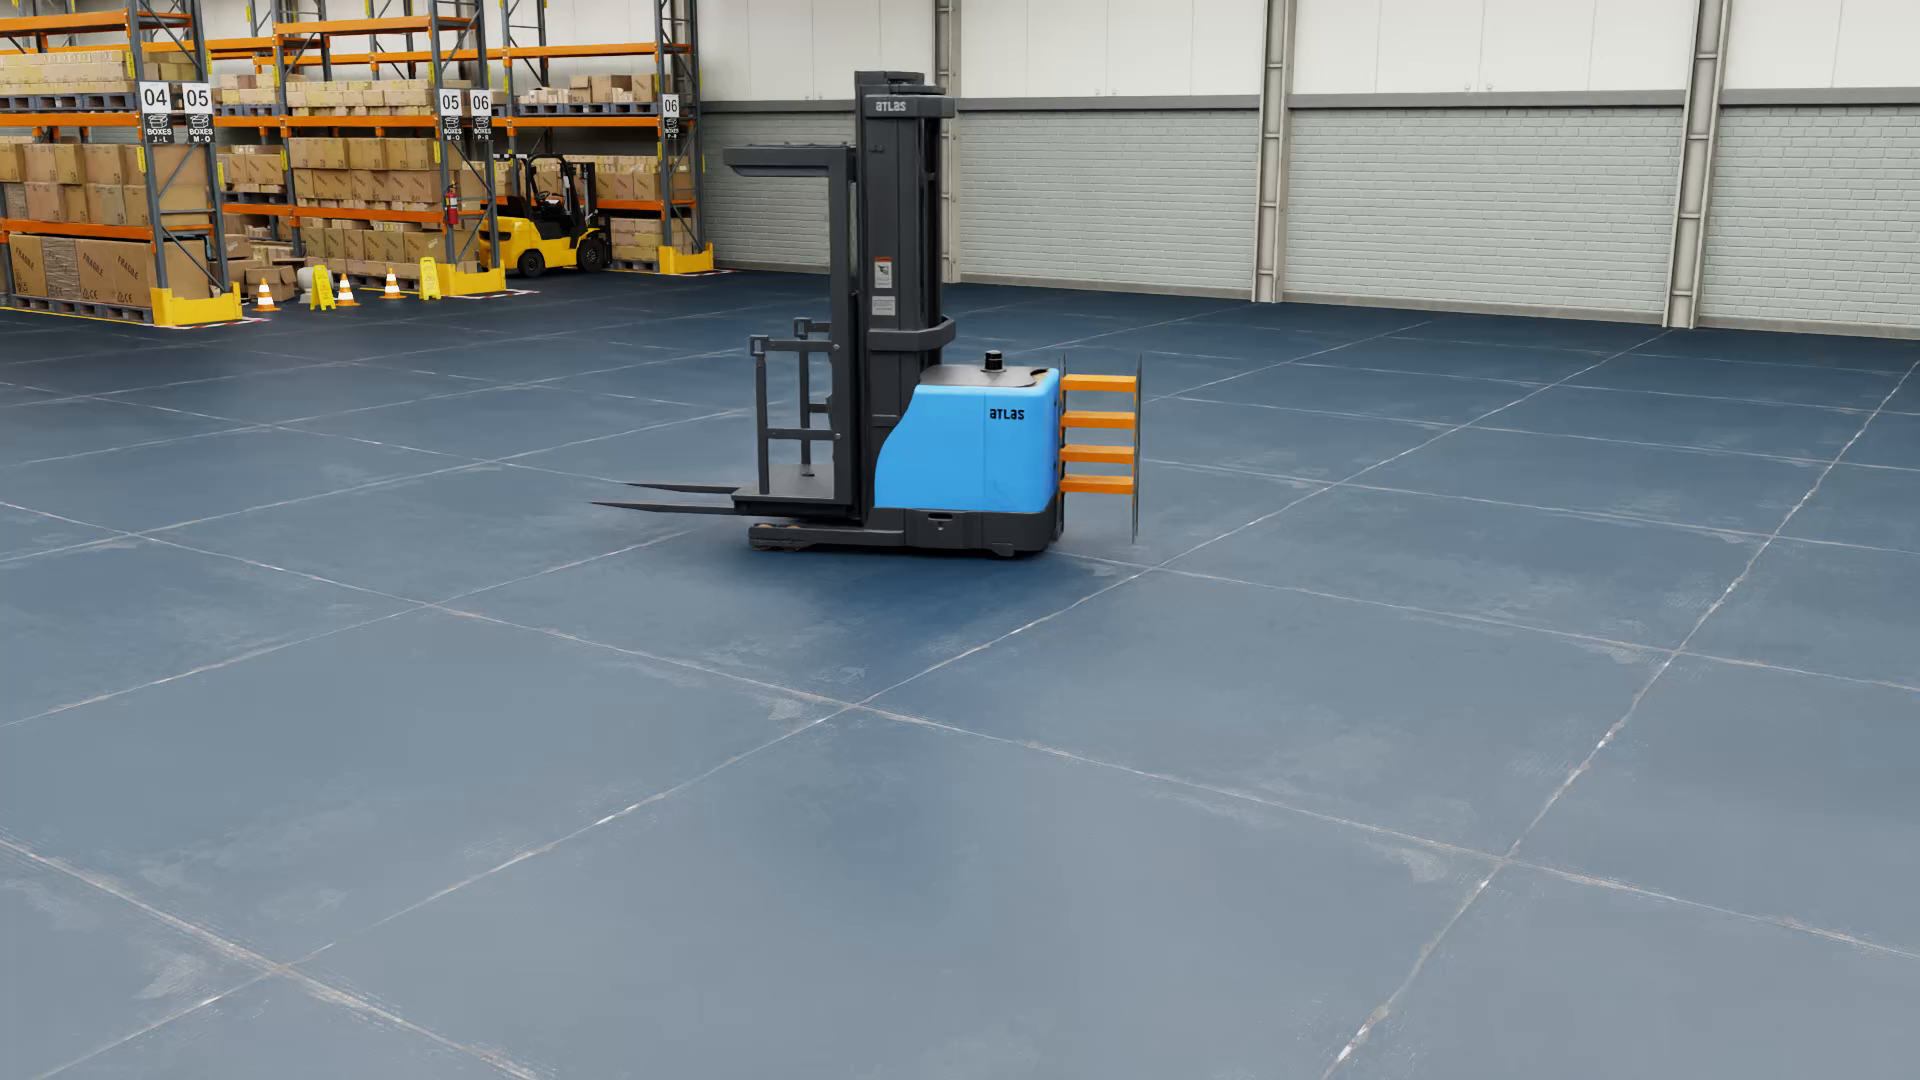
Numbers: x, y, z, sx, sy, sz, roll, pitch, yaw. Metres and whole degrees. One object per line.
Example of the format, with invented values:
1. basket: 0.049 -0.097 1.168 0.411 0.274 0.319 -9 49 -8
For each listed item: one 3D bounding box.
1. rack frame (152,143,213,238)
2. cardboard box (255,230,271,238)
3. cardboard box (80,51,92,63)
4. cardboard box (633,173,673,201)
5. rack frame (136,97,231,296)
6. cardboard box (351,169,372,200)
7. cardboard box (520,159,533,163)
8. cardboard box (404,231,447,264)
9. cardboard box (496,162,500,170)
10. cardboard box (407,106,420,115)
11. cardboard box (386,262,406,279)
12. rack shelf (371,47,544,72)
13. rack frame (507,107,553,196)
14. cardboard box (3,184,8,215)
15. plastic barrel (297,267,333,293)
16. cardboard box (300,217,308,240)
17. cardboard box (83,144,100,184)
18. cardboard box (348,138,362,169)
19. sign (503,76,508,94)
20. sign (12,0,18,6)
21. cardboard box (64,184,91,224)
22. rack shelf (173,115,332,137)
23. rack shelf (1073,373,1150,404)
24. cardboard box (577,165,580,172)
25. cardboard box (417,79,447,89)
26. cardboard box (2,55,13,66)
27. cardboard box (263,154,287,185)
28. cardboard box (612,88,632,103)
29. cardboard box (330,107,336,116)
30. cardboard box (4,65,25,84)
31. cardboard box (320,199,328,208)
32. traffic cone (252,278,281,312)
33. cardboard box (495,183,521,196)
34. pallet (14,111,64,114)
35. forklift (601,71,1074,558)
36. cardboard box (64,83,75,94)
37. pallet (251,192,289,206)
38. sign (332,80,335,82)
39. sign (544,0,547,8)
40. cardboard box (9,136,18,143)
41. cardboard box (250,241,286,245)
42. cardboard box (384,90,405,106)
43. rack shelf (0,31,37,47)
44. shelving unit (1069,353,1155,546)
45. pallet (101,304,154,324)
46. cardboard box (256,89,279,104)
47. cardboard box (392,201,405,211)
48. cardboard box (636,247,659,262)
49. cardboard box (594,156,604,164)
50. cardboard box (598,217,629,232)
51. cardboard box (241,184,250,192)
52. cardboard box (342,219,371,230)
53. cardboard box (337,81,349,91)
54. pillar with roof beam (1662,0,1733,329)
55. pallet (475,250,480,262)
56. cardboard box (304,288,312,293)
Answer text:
1. rack frame: -14.535 -6.564 31.099 0.127 3.000 1.000 9 17 33
2. cardboard box: -15.713 -6.927 37.623 0.250 0.149 0.380 9 16 31
3. cardboard box: -11.679 -6.545 22.558 0.250 0.149 0.380 10 17 34
4. cardboard box: -5.684 -6.544 30.808 0.500 0.500 0.500 9 16 32
5. rack frame: -10.575 -4.491 22.723 0.127 3.000 1.000 9 17 33
6. cardboard box: -9.737 -5.910 27.628 0.500 0.500 0.500 9 17 33
7. cardboard box: -8.349 -7.424 32.394 0.250 0.149 0.380 10 17 34
8. cardboard box: -8.707 -4.780 27.179 0.500 0.500 0.500 9 17 33
9. cardboard box: -9.080 -7.414 32.973 0.250 0.149 0.380 9 16 32
10. cardboard box: -8.573 -6.845 26.511 0.250 0.149 0.380 9 17 33
11. cardboard box: -9.143 -4.486 27.553 0.500 0.250 0.500 9 17 33
12. rack shelf: -10.108 -9.655 33.429 4.000 0.370 1.077 9 17 33
13. rack frame: -8.448 -7.018 32.932 0.127 3.000 1.000 9 17 33
14. cardboard box: -14.476 -5.093 24.945 0.500 0.500 0.500 9 17 32
15. plastic barrel: -10.455 -4.216 26.974 0.512 0.421 0.421 -4 14 -16
16. cardboard box: -14.363 -6.902 36.792 0.500 0.500 0.500 9 16 32
17. cardboard box: -11.758 -5.303 23.444 0.550 0.550 0.875 9 17 33
18. cardboard box: -9.675 -6.407 27.553 0.500 0.500 0.700 9 17 32
19. sign: -8.743 -8.768 32.029 0.005 0.325 0.100 9 17 33
20. sign: -18.184 -10.436 31.980 0.005 0.325 0.100 9 17 33
21. cardboard box: -12.234 -4.837 23.808 0.500 0.550 0.875 9 17 33
22. rack shelf: -12.875 -7.403 29.741 4.000 0.370 1.077 9 17 33
23. rack shelf: 0.975 -0.966 10.595 0.480 0.148 0.258 2 14 10
24. cardboard box: -7.059 -7.075 31.604 0.250 0.149 0.380 9 16 32
25. cardboard box: -8.342 -7.199 26.284 0.250 0.149 0.380 9 17 33
26. cardboard box: -13.360 -6.816 23.656 0.250 0.149 0.380 9 17 32
27. cardboard box: -11.727 -6.441 28.899 0.500 0.500 0.500 9 16 32
28. cardboard box: -6.197 -8.210 30.700 0.258 0.266 0.396 9 17 33
29. cardboard box: -10.239 -7.134 27.682 0.250 0.149 0.380 9 16 31
30. cardboard box: -13.225 -6.619 23.687 0.500 0.250 0.500 9 17 32
31. cardboard box: -10.657 -5.747 28.318 0.250 0.149 0.380 9 17 33
32. traffic cone: -10.223 -3.614 24.459 0.334 0.463 0.336 9 17 33
33. cardboard box: -9.012 -6.961 33.012 0.500 0.250 0.500 10 17 34
34. pallet: -18.527 -8.626 33.368 1.213 0.211 1.003 9 17 33
35. forklift: -0.803 -1.465 10.642 3.031 2.935 1.130 2 14 10
36. cardboard box: -12.094 -6.225 22.926 0.250 0.149 0.380 9 17 33
37. pallet: -11.768 -6.066 29.486 1.213 0.211 1.003 9 17 33
38. sign: -10.919 -7.844 28.950 0.005 0.325 0.100 9 17 33
39. sign: -8.118 -10.568 32.513 0.005 0.325 0.100 9 17 33
40. cardboard box: -18.867 -8.050 33.462 0.250 0.149 0.380 9 17 32
41. cardboard box: -12.828 -5.215 30.241 0.625 0.372 0.950 10 17 35
42. cardboard box: -8.881 -7.104 26.731 0.500 0.250 0.500 9 16 32
43. rack shelf: -15.554 -7.664 25.387 4.000 0.370 1.077 9 17 33
44. shelving unit: 0.975 -0.585 10.689 0.503 1.200 0.258 2 14 10
45. pallet: -11.282 -3.229 23.428 1.213 0.211 1.003 9 17 33
46. cardboard box: -11.781 -7.665 28.739 0.500 0.250 0.500 9 16 32
47. cardboard box: -9.029 -5.456 27.144 0.250 0.149 0.380 10 17 34
48. cardboard box: -5.695 -5.351 31.045 0.500 0.250 0.500 9 17 33
49. cardboard box: -6.659 -7.147 31.274 0.250 0.149 0.380 10 17 34
50. cardboard box: -6.537 -5.969 31.460 0.500 0.250 0.500 9 17 34
51. cardboard box: -12.453 -6.224 29.371 0.250 0.149 0.380 9 17 33
52. cardboard box: -10.154 -5.310 27.970 0.250 0.149 0.380 10 17 36
53. cardboard box: -10.025 -7.478 27.411 0.250 0.149 0.380 9 16 32
54. pillar with roof beam: 7.329 -6.395 17.928 0.400 9.000 9.100 9 17 33
55. pallet: -9.081 -5.756 33.635 1.213 0.211 1.003 9 17 33
56. cardboard box: -10.111 -3.881 26.190 0.380 0.149 0.250 -7 15 -25
